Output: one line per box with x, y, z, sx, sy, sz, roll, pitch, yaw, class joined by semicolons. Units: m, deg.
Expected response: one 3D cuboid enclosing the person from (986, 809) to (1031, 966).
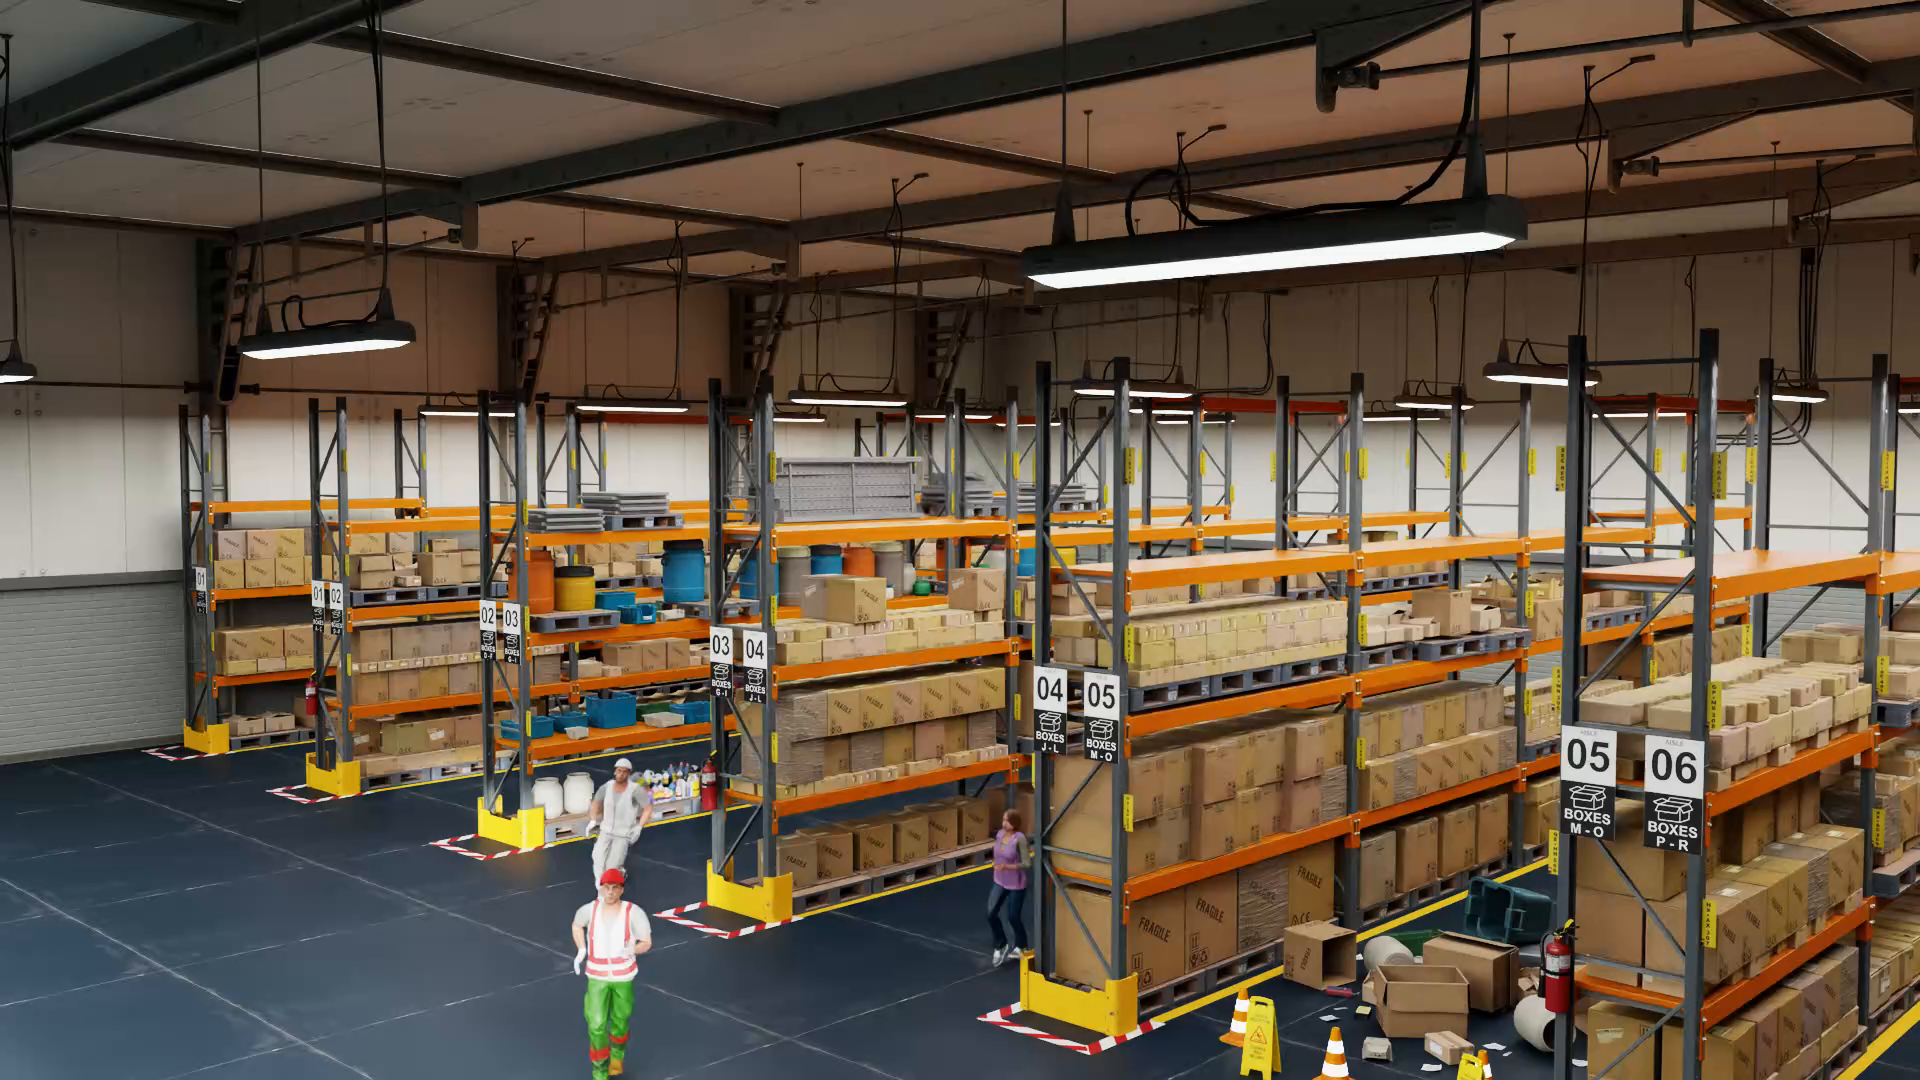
0.481;3.499;16.757;0.541;1.592;0.661;2;4;36;person

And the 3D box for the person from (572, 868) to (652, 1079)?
-2.809;3.561;13.426;0.635;1.850;0.811;-1;3;-11;person

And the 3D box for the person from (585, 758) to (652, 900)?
-3.863;3.317;18.806;0.709;1.722;0.560;1;3;14;person
